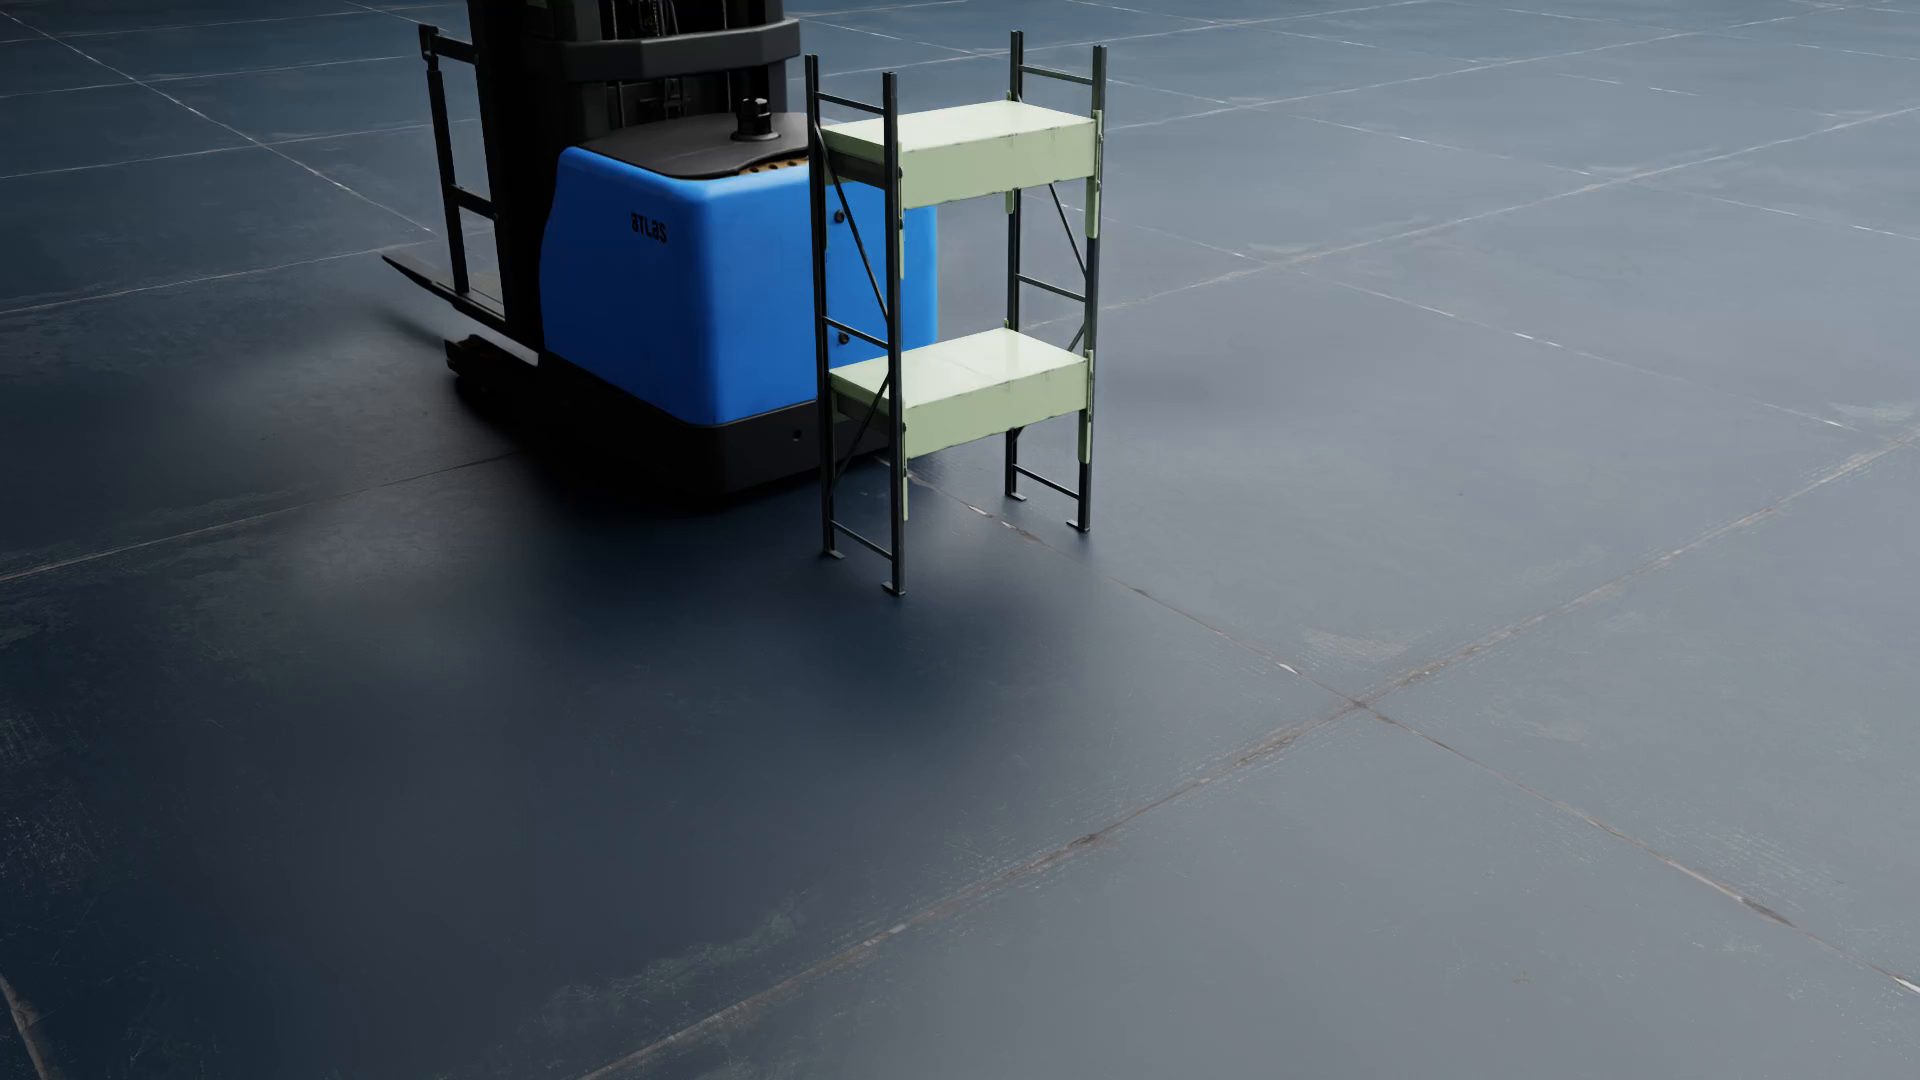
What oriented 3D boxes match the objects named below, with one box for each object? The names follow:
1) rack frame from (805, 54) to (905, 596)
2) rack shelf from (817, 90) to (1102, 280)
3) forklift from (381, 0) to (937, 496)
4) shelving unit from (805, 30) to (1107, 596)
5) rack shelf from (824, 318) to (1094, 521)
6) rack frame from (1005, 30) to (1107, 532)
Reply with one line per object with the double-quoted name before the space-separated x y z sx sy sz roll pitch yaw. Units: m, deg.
"rack frame" -0.293 -0.583 4.726 0.023 1.500 0.400 -18 31 -34
"rack shelf" -0.005 -1.033 4.766 0.720 0.370 0.431 -18 31 -34
"forklift" -1.389 -2.019 6.118 1.130 2.935 3.031 -19 31 -35
"shelving unit" -0.005 -0.679 4.931 0.755 1.500 0.431 -18 31 -34
"rack shelf" -0.005 -0.383 5.068 0.720 0.370 0.431 -18 31 -34
"rack frame" 0.283 -0.774 5.135 0.023 1.500 0.400 -18 31 -34
